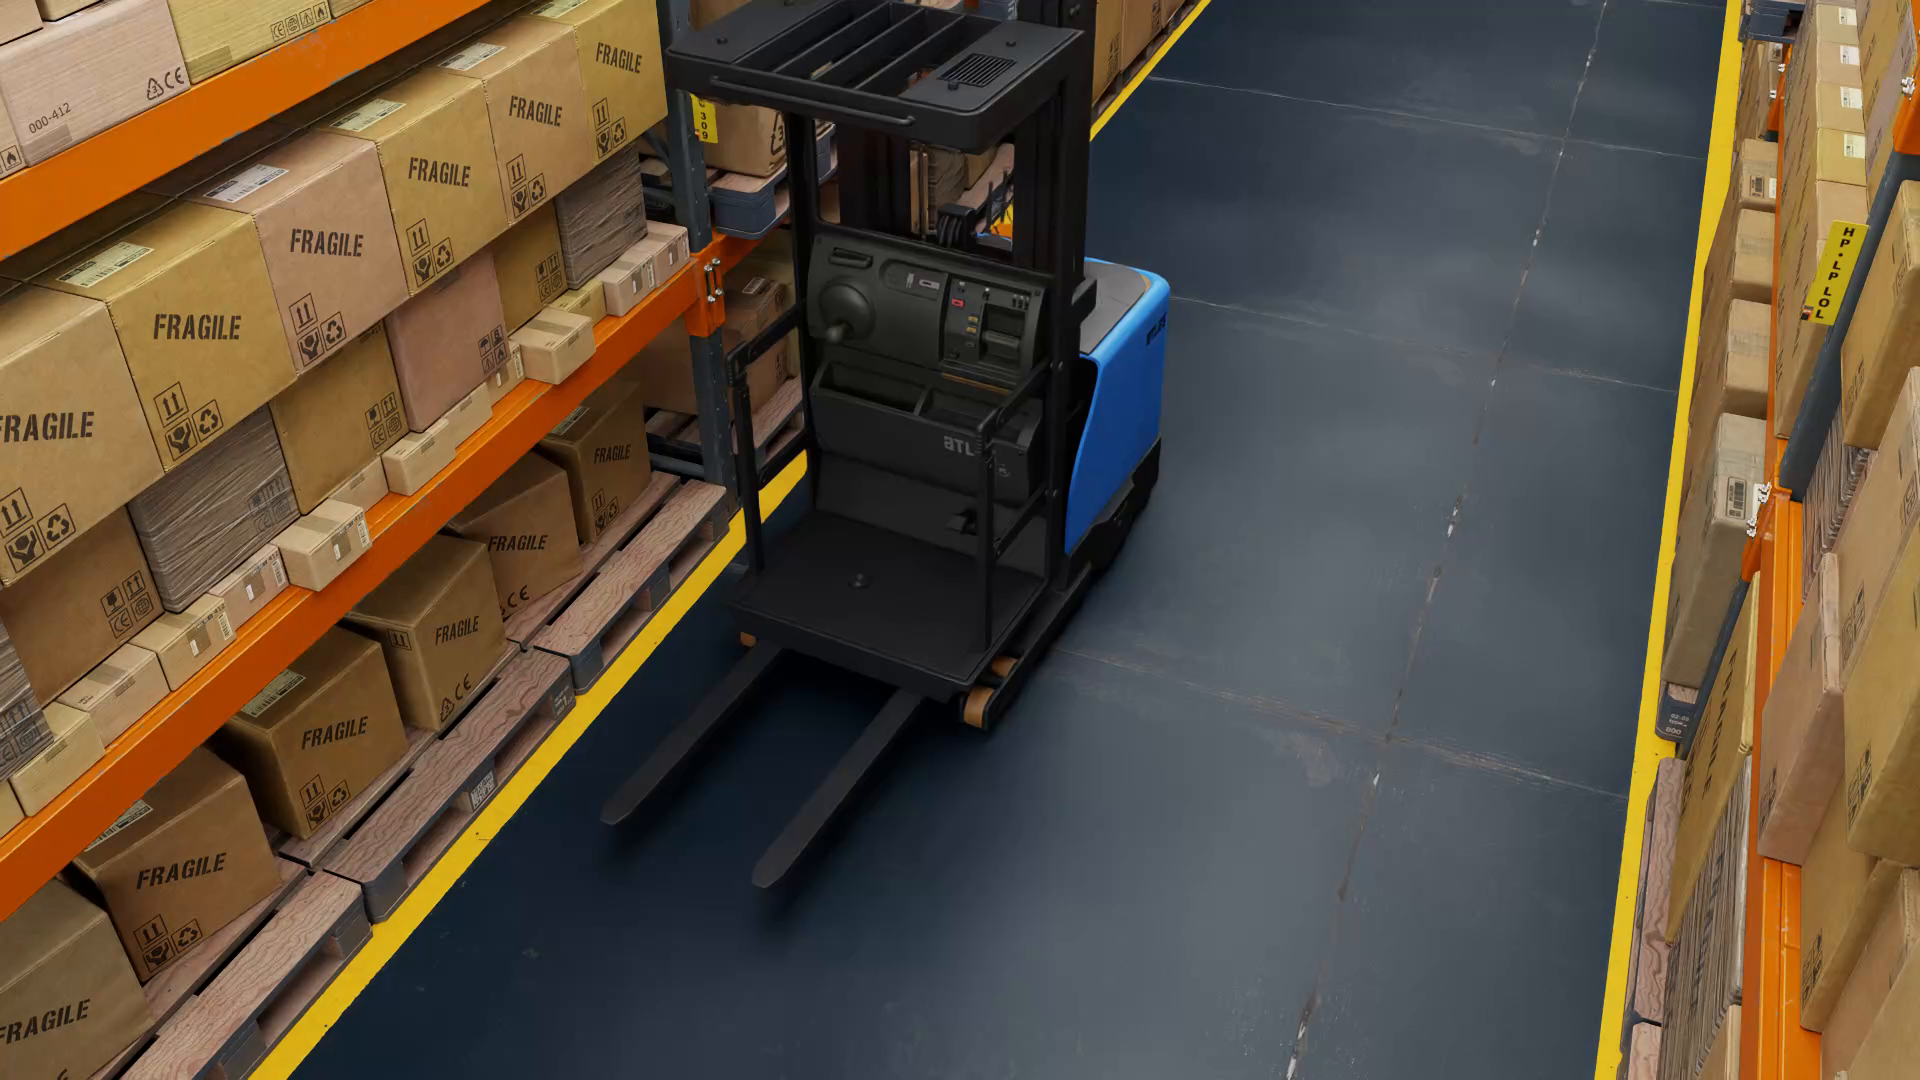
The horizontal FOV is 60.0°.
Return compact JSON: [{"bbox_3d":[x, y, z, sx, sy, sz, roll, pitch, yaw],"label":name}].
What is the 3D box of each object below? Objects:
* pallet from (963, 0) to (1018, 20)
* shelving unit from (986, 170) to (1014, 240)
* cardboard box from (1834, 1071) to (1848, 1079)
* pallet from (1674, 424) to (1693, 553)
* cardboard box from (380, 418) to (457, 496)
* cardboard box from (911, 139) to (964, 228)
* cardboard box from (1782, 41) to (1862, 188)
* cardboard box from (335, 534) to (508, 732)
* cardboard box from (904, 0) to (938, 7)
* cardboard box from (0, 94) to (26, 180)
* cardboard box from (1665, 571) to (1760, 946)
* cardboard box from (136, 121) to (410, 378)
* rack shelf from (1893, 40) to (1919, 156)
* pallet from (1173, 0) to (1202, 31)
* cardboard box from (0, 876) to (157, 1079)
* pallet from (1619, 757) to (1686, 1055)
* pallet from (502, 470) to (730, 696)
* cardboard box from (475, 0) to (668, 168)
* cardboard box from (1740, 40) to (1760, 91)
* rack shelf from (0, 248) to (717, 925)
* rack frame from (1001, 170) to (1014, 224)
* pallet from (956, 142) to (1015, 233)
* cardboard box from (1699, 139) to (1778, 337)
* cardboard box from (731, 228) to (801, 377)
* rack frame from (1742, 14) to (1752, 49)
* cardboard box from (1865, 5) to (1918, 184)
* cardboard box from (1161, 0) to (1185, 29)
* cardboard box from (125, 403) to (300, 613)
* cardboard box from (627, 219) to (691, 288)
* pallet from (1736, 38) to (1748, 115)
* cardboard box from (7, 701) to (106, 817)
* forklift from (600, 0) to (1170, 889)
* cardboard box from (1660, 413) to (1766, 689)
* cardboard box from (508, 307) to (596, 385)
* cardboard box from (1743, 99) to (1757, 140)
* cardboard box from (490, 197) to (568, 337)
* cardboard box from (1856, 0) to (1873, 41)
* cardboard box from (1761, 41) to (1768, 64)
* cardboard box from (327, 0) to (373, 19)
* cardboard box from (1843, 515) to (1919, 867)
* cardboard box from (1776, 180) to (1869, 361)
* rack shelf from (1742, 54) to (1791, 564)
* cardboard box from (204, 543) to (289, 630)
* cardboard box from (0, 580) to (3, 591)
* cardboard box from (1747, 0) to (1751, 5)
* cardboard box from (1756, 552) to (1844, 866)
[{"bbox_3d":[-0.121,-3.137,9.102,1.213,0.211,1.003,14,39,18],"label":"pallet"},{"bbox_3d":[0.244,-1.079,7.678,0.258,1.200,0.189,14,31,18],"label":"shelving unit"},{"bbox_3d":[1.845,1.397,2.750,0.875,0.550,0.550,14,39,18],"label":"cardboard box"},{"bbox_3d":[3.765,-0.238,7.392,1.003,0.211,1.213,14,39,18],"label":"pallet"},{"bbox_3d":[-1.864,-0.304,5.362,0.380,0.149,0.250,14,39,18],"label":"cardboard box"},{"bbox_3d":[-0.384,-2.122,9.304,0.700,0.500,0.500,11,38,14],"label":"cardboard box"},{"bbox_3d":[3.797,-1.739,6.987,0.500,0.500,0.500,14,39,18],"label":"cardboard box"},{"bbox_3d":[-2.034,0.308,6.070,0.500,0.500,0.500,11,38,14],"label":"cardboard box"},{"bbox_3d":[-0.333,-2.762,8.202,0.396,0.266,0.258,13,39,16],"label":"cardboard box"},{"bbox_3d":[-2.379,-0.840,3.488,0.500,0.250,0.500,13,39,17],"label":"cardboard box"},{"bbox_3d":[2.775,0.783,5.121,0.875,0.875,0.875,14,39,18],"label":"cardboard box"},{"bbox_3d":[-1.960,-0.836,4.696,0.500,0.500,0.500,14,39,18],"label":"cardboard box"},{"bbox_3d":[2.318,-0.038,2.891,1.077,0.370,4.000,14,39,18],"label":"rack shelf"},{"bbox_3d":[1.350,-4.286,12.808,1.003,0.211,1.213,14,39,18],"label":"pallet"},{"bbox_3d":[-2.739,1.288,4.759,0.500,0.500,0.500,21,42,26],"label":"cardboard box"},{"bbox_3d":[2.717,1.288,5.351,1.003,0.211,1.213,14,39,18],"label":"pallet"},{"bbox_3d":[-1.693,0.079,6.969,1.003,0.211,1.213,14,39,18],"label":"pallet"},{"bbox_3d":[-1.387,-1.666,5.806,0.500,0.500,0.500,14,39,18],"label":"cardboard box"},{"bbox_3d":[5.396,-3.187,10.745,0.500,0.500,0.500,16,40,20],"label":"cardboard box"},{"bbox_3d":[-2.231,-0.023,5.376,1.077,0.370,4.000,14,39,18],"label":"rack shelf"},{"bbox_3d":[0.279,-1.119,7.753,0.240,1.200,0.006,14,31,18],"label":"rack frame"},{"bbox_3d":[-0.247,-2.084,9.861,1.003,0.211,1.213,14,39,18],"label":"pallet"},{"bbox_3d":[4.286,-1.397,8.143,1.050,0.750,0.750,13,39,17],"label":"cardboard box"},{"bbox_3d":[-1.017,-1.188,8.054,0.700,0.500,0.500,14,39,17],"label":"cardboard box"},{"bbox_3d":[6.122,-4.662,10.981,1.000,3.000,0.127,14,39,18],"label":"rack frame"},{"bbox_3d":[3.648,-1.514,5.852,0.700,0.500,0.500,14,39,18],"label":"cardboard box"},{"bbox_3d":[1.010,-4.311,11.936,1.225,0.875,0.875,13,39,16],"label":"cardboard box"},{"bbox_3d":[-2.448,-0.232,4.723,0.875,0.500,0.500,14,39,18],"label":"cardboard box"},{"bbox_3d":[-1.280,-1.132,6.468,0.380,0.149,0.250,14,39,18],"label":"cardboard box"},{"bbox_3d":[5.828,-3.113,11.239,1.003,0.211,1.213,14,39,18],"label":"pallet"},{"bbox_3d":[-2.441,0.525,4.253,0.380,0.149,0.250,14,39,18],"label":"cardboard box"},{"bbox_3d":[-0.230,-0.767,5.828,1.130,2.935,3.031,17,40,22],"label":"forklift"},{"bbox_3d":[3.232,0.136,6.090,1.050,0.750,0.750,14,39,18],"label":"cardboard box"},{"bbox_3d":[-1.527,-0.707,5.900,0.380,0.149,0.250,14,39,18],"label":"cardboard box"},{"bbox_3d":[4.810,-2.325,9.592,0.500,0.500,0.500,15,39,20],"label":"cardboard box"},{"bbox_3d":[-1.921,-1.074,5.849,0.875,0.500,0.500,14,39,18],"label":"cardboard box"},{"bbox_3d":[4.229,-2.361,6.985,0.700,0.500,0.500,13,39,17],"label":"cardboard box"},{"bbox_3d":[5.008,-2.913,9.752,0.500,0.250,0.500,15,39,19],"label":"cardboard box"},{"bbox_3d":[-1.799,-1.678,4.609,0.500,0.250,0.500,14,39,17],"label":"cardboard box"},{"bbox_3d":[2.278,0.365,3.229,0.875,0.550,0.500,14,39,18],"label":"cardboard box"},{"bbox_3d":[3.222,-0.902,5.868,0.500,0.500,0.500,13,39,17],"label":"cardboard box"},{"bbox_3d":[3.840,-1.052,6.752,1.077,0.370,4.000,14,39,18],"label":"rack shelf"},{"bbox_3d":[-2.193,0.100,4.821,0.380,0.149,0.250,14,39,18],"label":"cardboard box"},{"bbox_3d":[-2.531,-0.006,3.585,0.500,0.500,0.500,14,39,18],"label":"cardboard box"},{"bbox_3d":[5.957,-3.983,12.103,0.380,0.149,0.250,14,39,18],"label":"cardboard box"},{"bbox_3d":[2.447,0.496,3.955,0.875,0.550,0.550,14,39,18],"label":"cardboard box"}]
